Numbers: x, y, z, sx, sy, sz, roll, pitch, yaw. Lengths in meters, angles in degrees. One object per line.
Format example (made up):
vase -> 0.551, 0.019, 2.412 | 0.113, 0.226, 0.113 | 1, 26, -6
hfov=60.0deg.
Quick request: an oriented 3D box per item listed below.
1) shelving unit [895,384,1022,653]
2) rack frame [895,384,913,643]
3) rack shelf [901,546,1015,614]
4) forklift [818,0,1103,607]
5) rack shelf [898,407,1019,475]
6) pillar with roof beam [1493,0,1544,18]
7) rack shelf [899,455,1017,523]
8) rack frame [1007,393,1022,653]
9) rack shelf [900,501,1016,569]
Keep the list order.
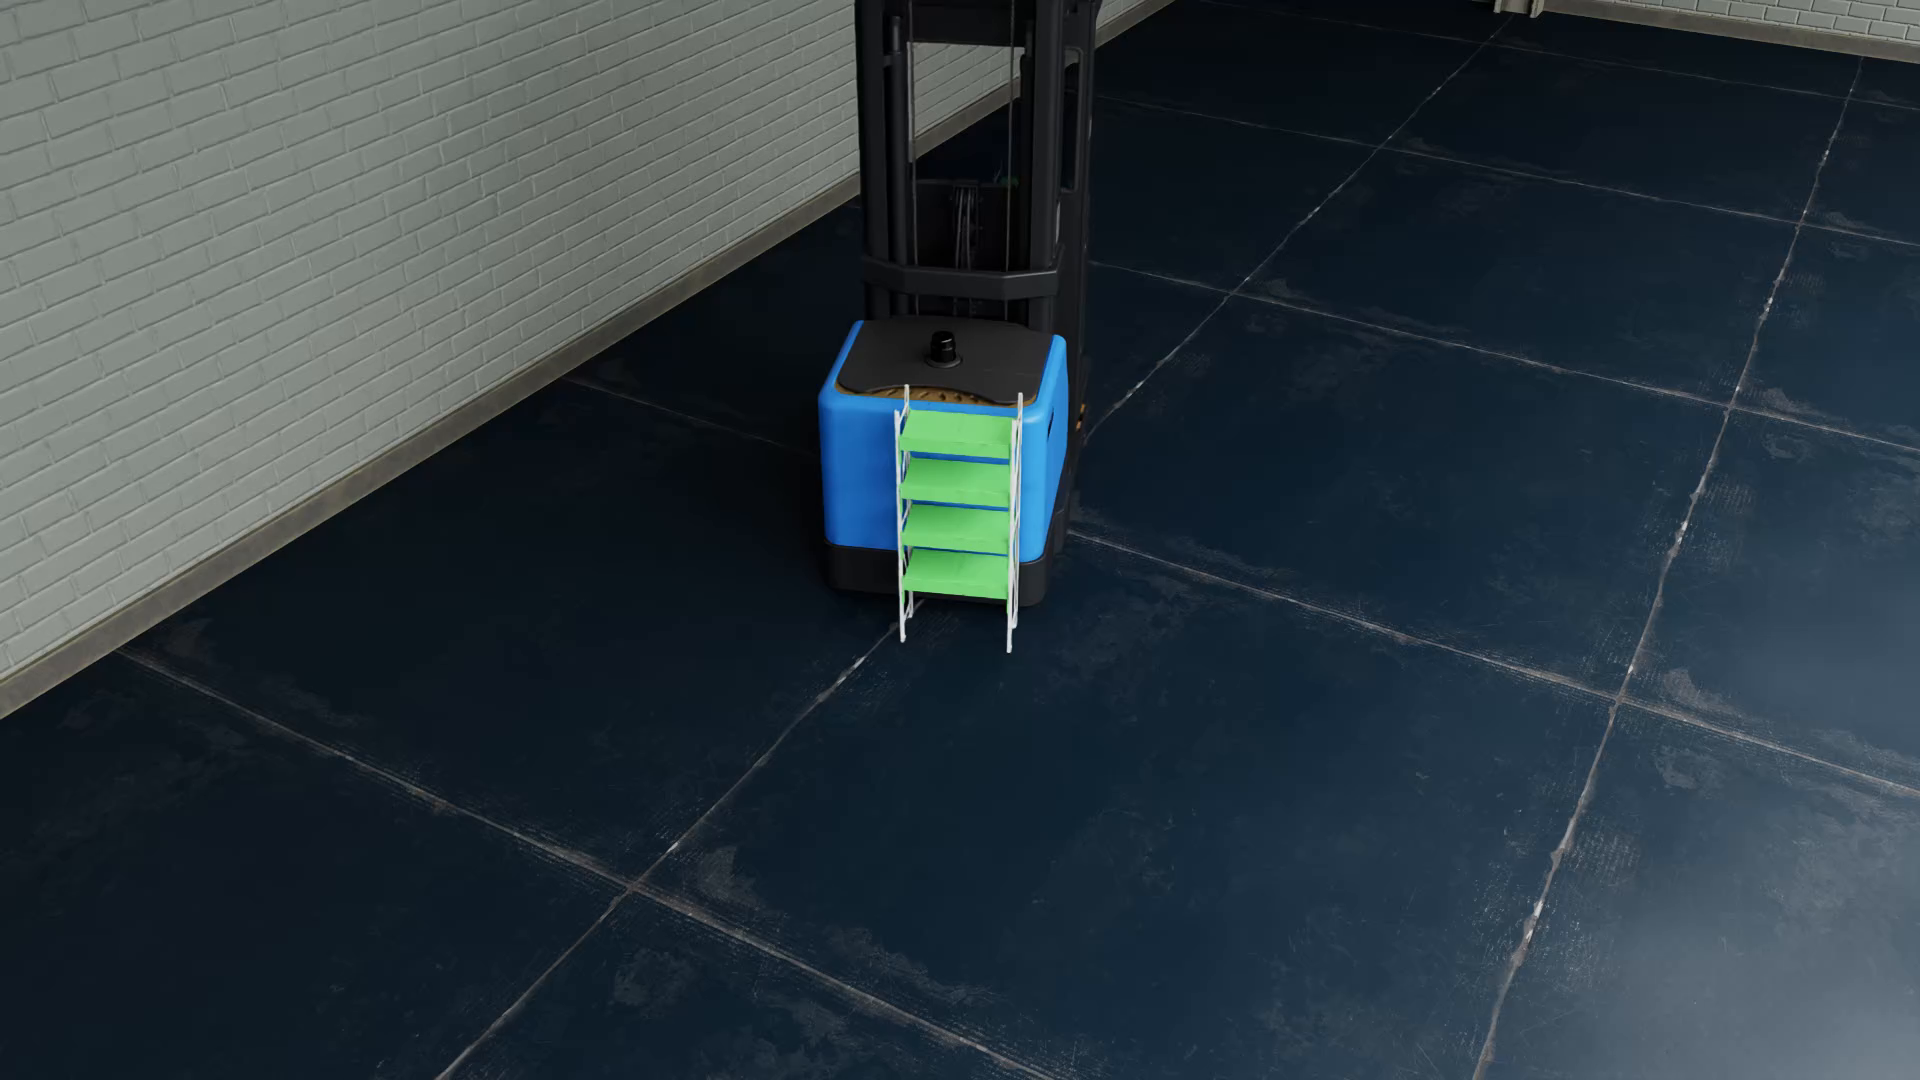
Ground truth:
shelving unit -> -0.003, -0.076, 7.282 | 0.503, 1.200, 0.258 | 5, 34, 7
rack frame -> -0.244, -0.097, 7.314 | 0.015, 1.200, 0.240 | 5, 34, 7
rack shelf -> -0.003, 0.177, 7.450 | 0.480, 0.148, 0.258 | 5, 34, 7
forklift -> 0.108, -1.719, 8.186 | 1.130, 2.935, 3.031 | 5, 34, 8
rack shelf -> -0.003, -0.423, 7.051 | 0.480, 0.148, 0.258 | 5, 34, 7
pillar with roof beam -> 3.169, -6.705, 10.200 | 0.400, 9.000, 9.100 | 18, 37, 24
rack shelf -> -0.003, -0.223, 7.184 | 0.480, 0.148, 0.258 | 5, 34, 7
rack frame -> 0.238, -0.055, 7.250 | 0.015, 1.200, 0.240 | 5, 34, 7
rack shelf -> -0.003, -0.023, 7.317 | 0.480, 0.148, 0.258 | 5, 34, 7
